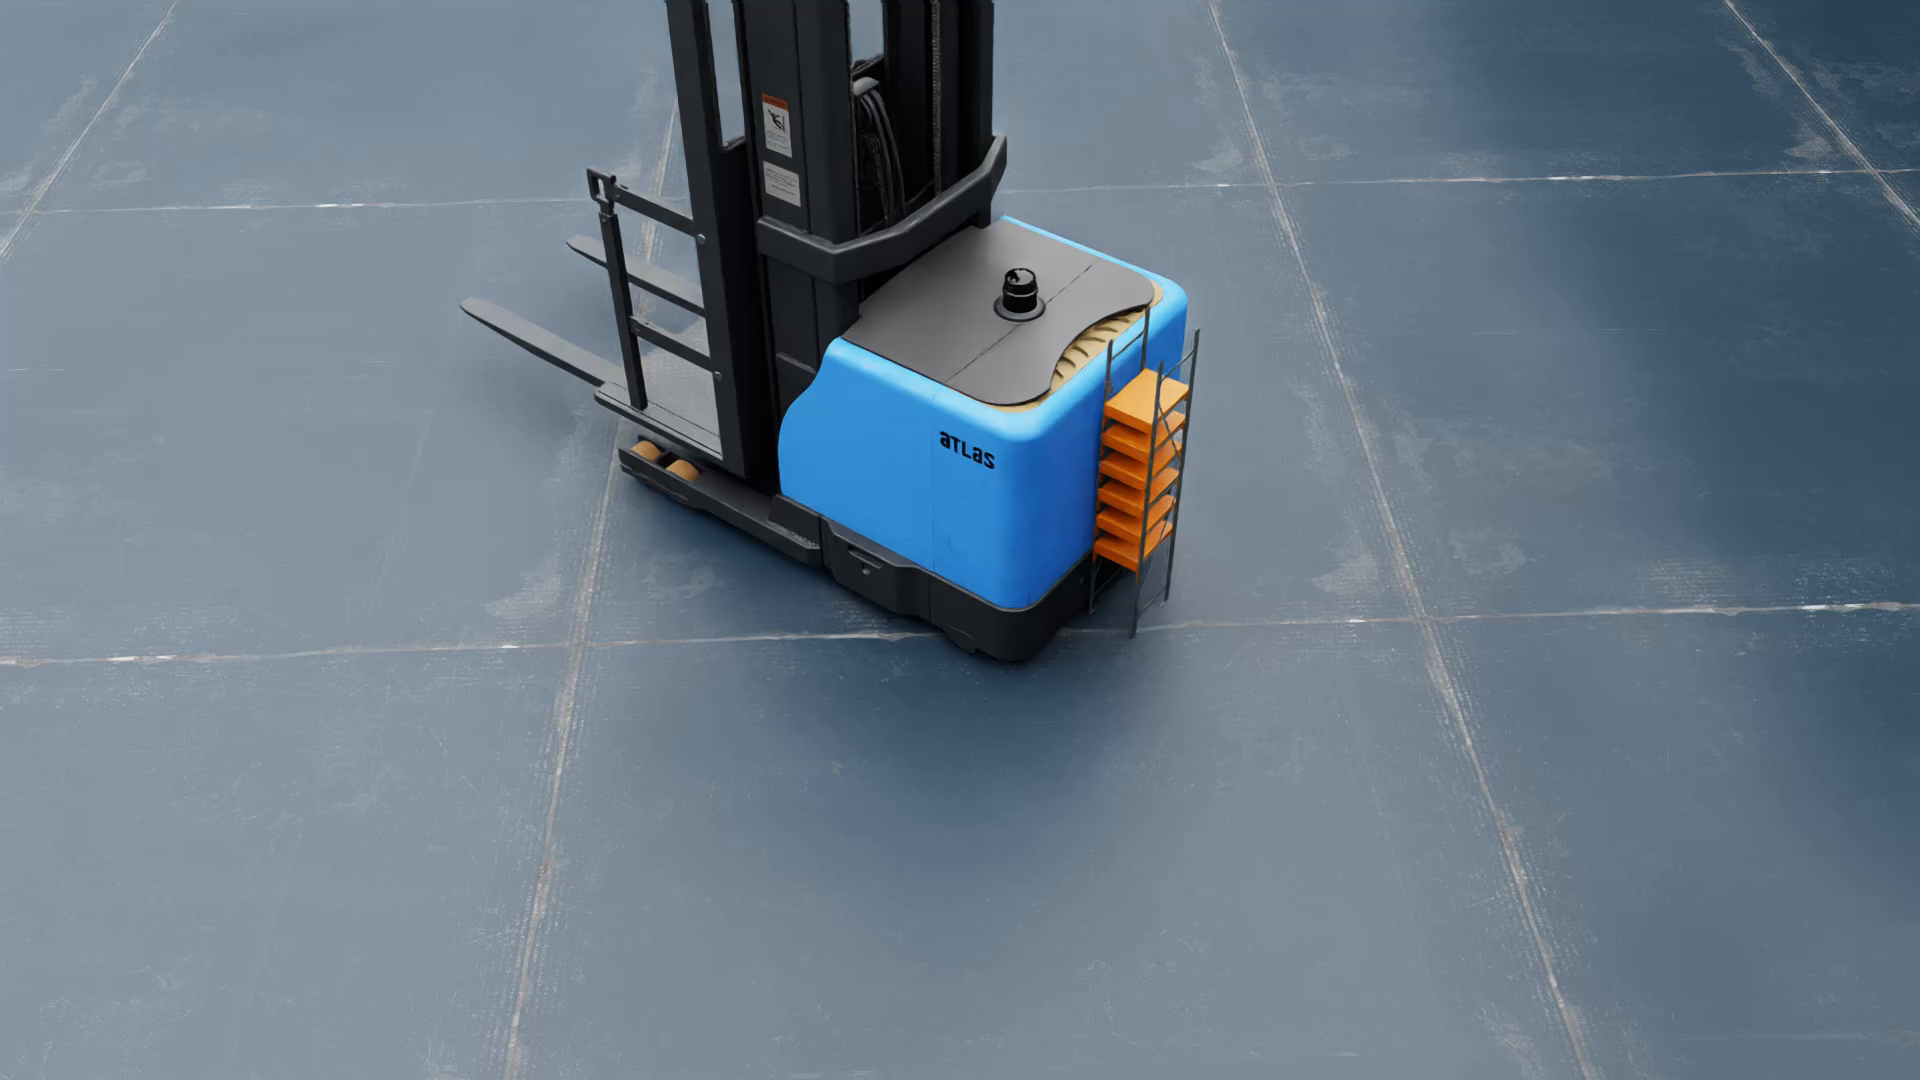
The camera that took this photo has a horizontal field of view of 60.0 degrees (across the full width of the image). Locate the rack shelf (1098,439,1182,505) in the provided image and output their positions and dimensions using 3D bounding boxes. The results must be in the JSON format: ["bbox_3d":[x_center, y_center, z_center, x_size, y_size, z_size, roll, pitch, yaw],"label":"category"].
[{"bbox_3d":[0.605,-0.254,5.527,0.180,0.103,0.258,27,49,26],"label":"rack shelf"}]

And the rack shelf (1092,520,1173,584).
[{"bbox_3d":[0.605,0.012,5.770,0.180,0.103,0.258,27,49,26],"label":"rack shelf"}]

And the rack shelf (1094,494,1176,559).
[{"bbox_3d":[0.605,-0.077,5.689,0.180,0.103,0.258,27,49,26],"label":"rack shelf"}]

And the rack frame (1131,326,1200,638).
[{"bbox_3d":[0.679,-0.161,5.538,0.006,1.200,0.240,27,49,26],"label":"rack frame"}]

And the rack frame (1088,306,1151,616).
[{"bbox_3d":[0.532,-0.235,5.618,0.006,1.200,0.240,27,49,26],"label":"rack frame"}]

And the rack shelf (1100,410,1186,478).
[{"bbox_3d":[0.605,-0.342,5.446,0.180,0.103,0.258,27,49,26],"label":"rack shelf"}]

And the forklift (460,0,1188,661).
[{"bbox_3d":[-0.699,-1.479,5.695,3.031,2.935,1.130,27,49,26],"label":"forklift"}]

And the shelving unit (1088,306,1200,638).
[{"bbox_3d":[0.605,-0.198,5.578,0.189,1.200,0.258,27,49,26],"label":"shelving unit"}]

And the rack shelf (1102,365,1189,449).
[{"bbox_3d":[0.605,-0.431,5.365,0.180,0.103,0.258,27,49,26],"label":"rack shelf"}]

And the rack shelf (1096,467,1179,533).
[{"bbox_3d":[0.605,-0.165,5.608,0.180,0.103,0.258,27,49,26],"label":"rack shelf"}]
